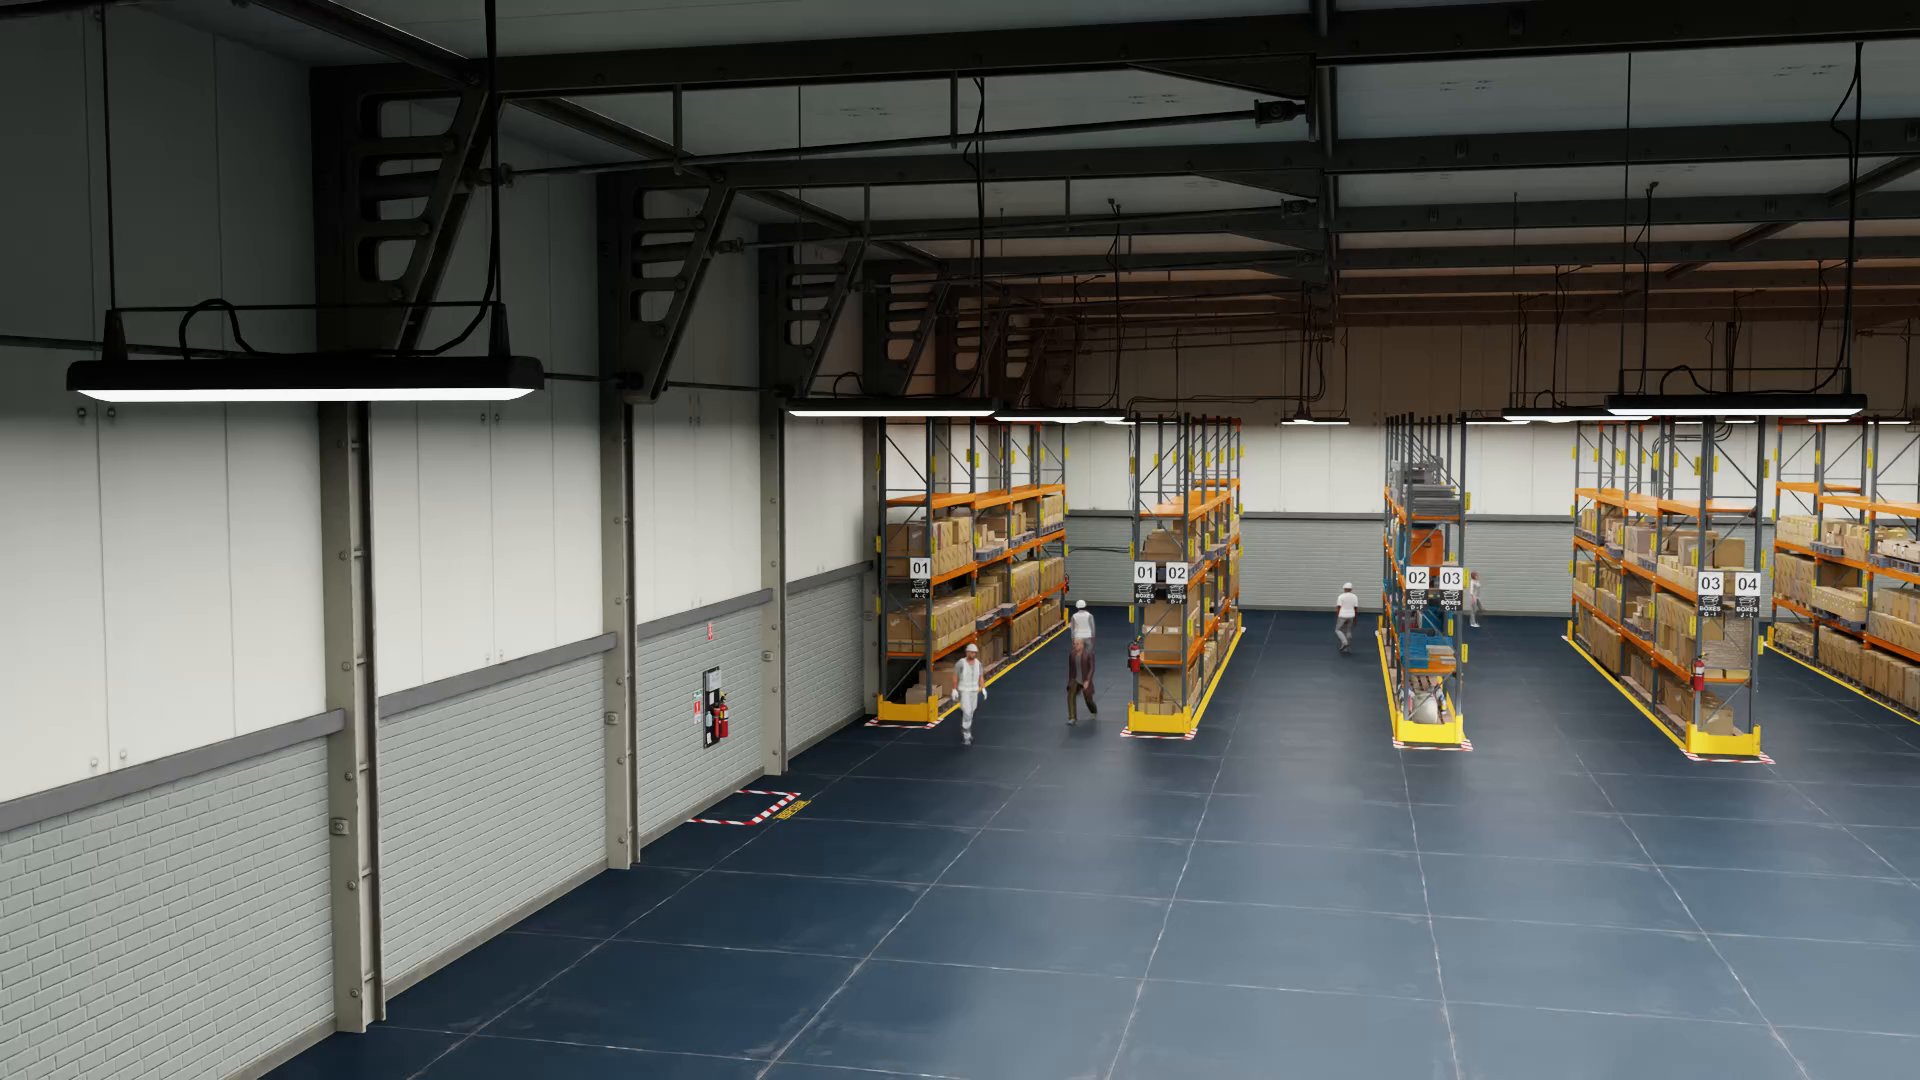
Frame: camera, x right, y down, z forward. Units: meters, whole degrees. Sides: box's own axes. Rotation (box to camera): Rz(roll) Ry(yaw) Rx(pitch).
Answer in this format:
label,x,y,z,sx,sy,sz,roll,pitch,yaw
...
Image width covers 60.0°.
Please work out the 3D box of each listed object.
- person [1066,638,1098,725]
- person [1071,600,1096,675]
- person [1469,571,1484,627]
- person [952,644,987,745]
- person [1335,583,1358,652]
label,x,y,z,sx,sy,sz,roll,pitch,yaw
person,2.330,2.714,32.206,0.588,1.655,1.173,2,4,22
person,2.831,2.263,38.160,0.591,1.763,0.505,1,4,11
person,14.786,1.716,47.666,0.446,1.646,0.371,-3,5,-41
person,0.151,2.809,30.292,0.579,1.853,0.610,-3,5,-34
person,9.852,1.973,42.345,0.601,1.768,0.529,-1,4,-16
